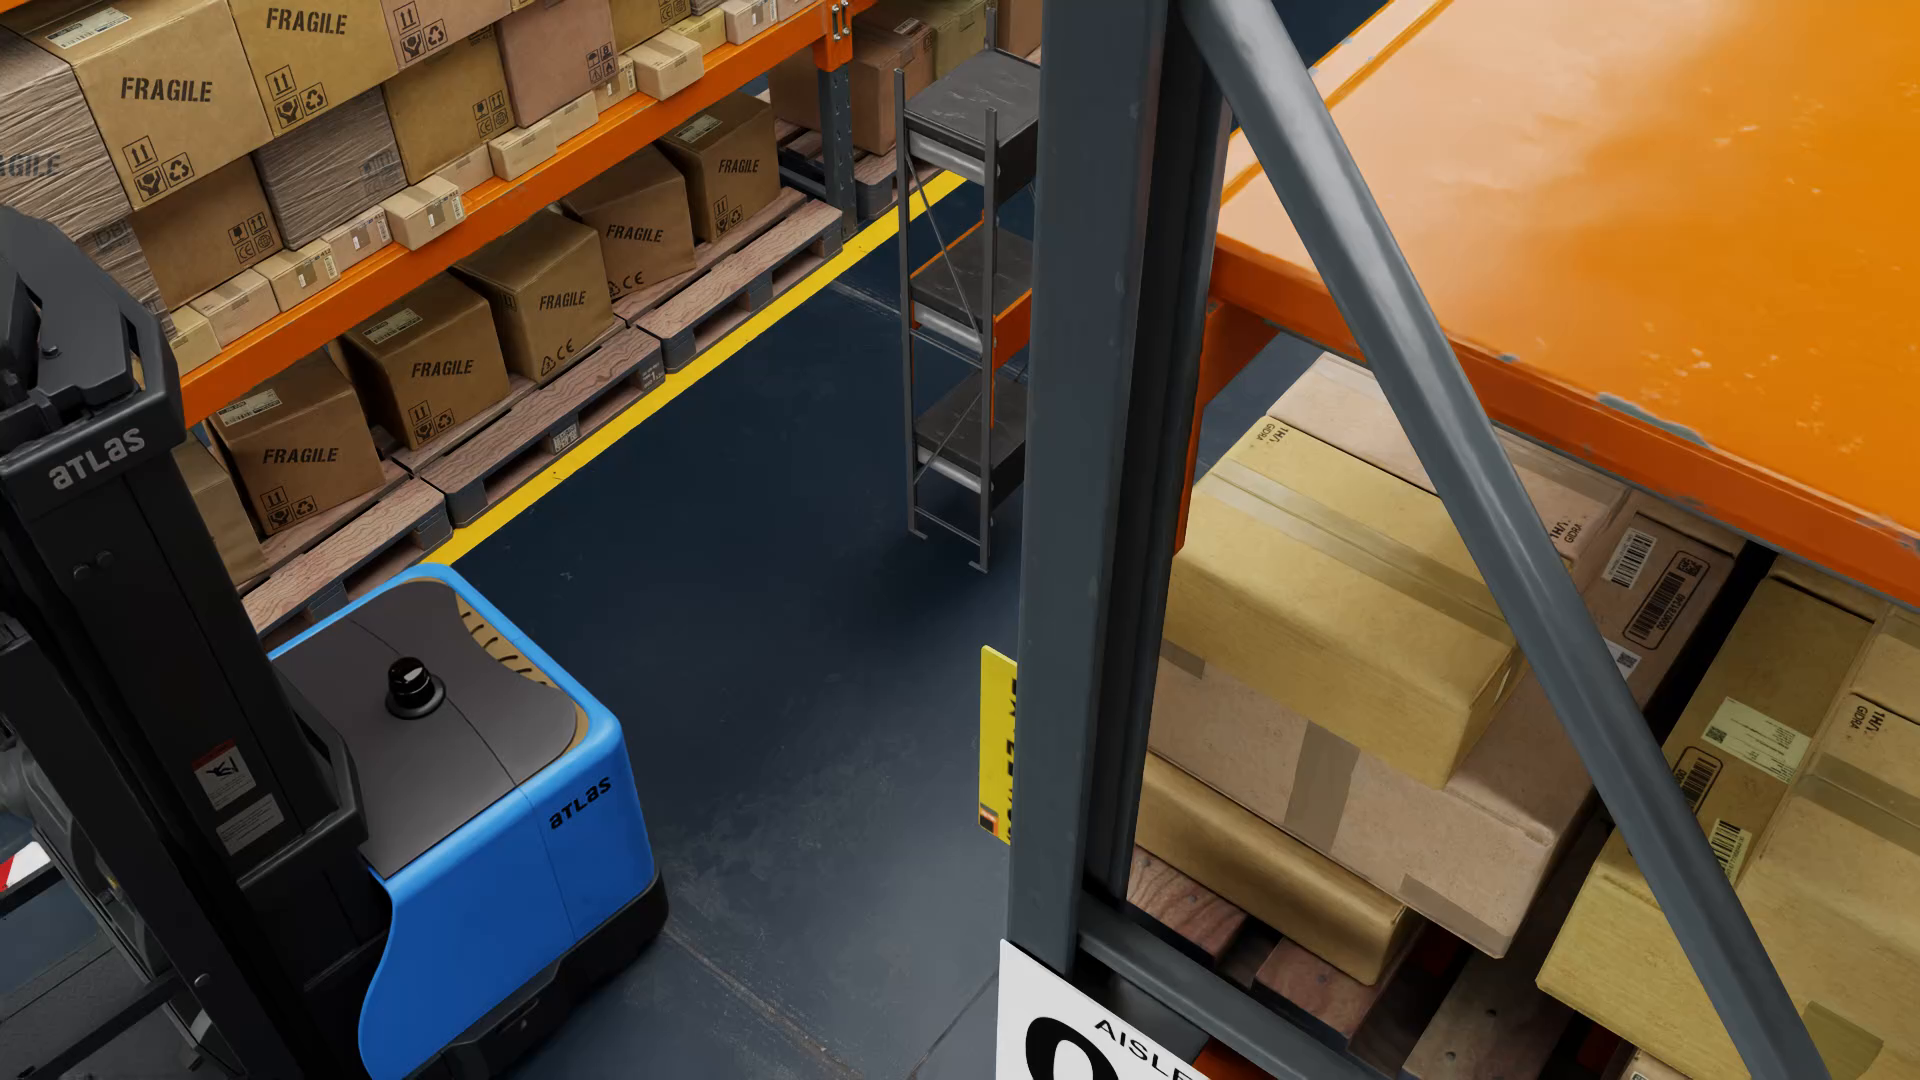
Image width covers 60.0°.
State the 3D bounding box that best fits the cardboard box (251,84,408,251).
[{"bbox_3d":[-2.471,-1.491,5.825,0.875,0.500,0.500,29,53,25],"label":"cardboard box"}]

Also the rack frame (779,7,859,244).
[{"bbox_3d":[-0.934,-2.734,7.287,1.000,3.000,0.127,29,53,25],"label":"rack frame"}]

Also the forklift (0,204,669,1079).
[{"bbox_3d":[-2.349,0.779,3.979,1.130,2.935,3.031,35,56,29],"label":"forklift"}]

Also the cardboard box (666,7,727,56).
[{"bbox_3d":[-1.193,-2.139,6.893,0.380,0.149,0.250,29,53,25],"label":"cardboard box"}]

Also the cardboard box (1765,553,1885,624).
[{"bbox_3d":[1.291,0.085,2.059,0.500,0.250,0.500,29,53,25],"label":"cardboard box"}]

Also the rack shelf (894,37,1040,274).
[{"bbox_3d":[0.101,-1.294,5.585,0.431,0.518,0.480,29,53,25],"label":"rack shelf"}]

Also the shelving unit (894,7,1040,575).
[{"bbox_3d":[0.101,-0.820,6.081,0.431,2.100,0.503,29,53,25],"label":"shelving unit"}]

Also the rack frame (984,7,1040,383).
[{"bbox_3d":[0.250,-0.960,6.215,0.400,2.100,0.015,29,53,25],"label":"rack frame"}]

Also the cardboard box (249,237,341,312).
[{"bbox_3d":[-2.389,-0.979,5.785,0.380,0.149,0.250,29,53,25],"label":"cardboard box"}]

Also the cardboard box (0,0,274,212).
[{"bbox_3d":[-2.516,-1.405,5.052,0.500,0.500,0.500,29,53,25],"label":"cardboard box"}]

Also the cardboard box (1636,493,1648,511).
[{"bbox_3d":[0.732,-0.231,2.084,0.380,0.149,0.250,30,53,26],"label":"cardboard box"}]

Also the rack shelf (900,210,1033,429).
[{"bbox_3d":[0.101,-0.811,6.091,0.431,0.518,0.480,29,53,25],"label":"rack shelf"}]

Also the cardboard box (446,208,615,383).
[{"bbox_3d":[-1.872,-1.084,7.149,0.500,0.500,0.500,25,51,22],"label":"cardboard box"}]

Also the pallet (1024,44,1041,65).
[{"bbox_3d":[0.287,-2.918,9.392,1.003,0.211,1.213,29,53,25],"label":"pallet"}]

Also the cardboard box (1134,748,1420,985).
[{"bbox_3d":[0.419,0.336,2.094,0.380,0.149,0.250,29,53,25],"label":"cardboard box"}]

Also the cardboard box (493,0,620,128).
[{"bbox_3d":[-1.817,-2.040,6.350,0.875,0.500,0.500,29,53,25],"label":"cardboard box"}]

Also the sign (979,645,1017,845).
[{"bbox_3d":[0.063,0.243,1.812,0.100,0.325,0.005,29,53,25],"label":"sign"}]

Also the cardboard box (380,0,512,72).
[{"bbox_3d":[-1.911,-1.981,5.601,0.500,0.500,0.500,29,53,25],"label":"cardboard box"}]

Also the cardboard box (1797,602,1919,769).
[{"bbox_3d":[1.094,0.208,1.666,0.380,0.149,0.250,29,53,25],"label":"cardboard box"}]

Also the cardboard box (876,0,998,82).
[{"bbox_3d":[-0.235,-2.629,8.612,0.700,0.500,0.500,29,53,25],"label":"cardboard box"}]

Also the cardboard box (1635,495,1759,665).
[{"bbox_3d":[0.869,-0.151,2.284,0.500,0.250,0.500,29,53,25],"label":"cardboard box"}]

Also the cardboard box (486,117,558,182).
[{"bbox_3d":[-1.761,-1.543,6.323,0.380,0.149,0.250,29,53,25],"label":"cardboard box"}]

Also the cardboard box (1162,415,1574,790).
[{"bbox_3d":[0.421,0.058,1.808,0.380,0.149,0.250,30,53,25],"label":"cardboard box"}]

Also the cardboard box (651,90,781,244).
[{"bbox_3d":[-1.210,-1.805,7.838,0.500,0.500,0.500,28,52,24],"label":"cardboard box"}]

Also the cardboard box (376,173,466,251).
[{"bbox_3d":[-2.023,-1.232,6.026,0.380,0.149,0.250,29,53,25],"label":"cardboard box"}]

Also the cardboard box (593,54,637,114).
[{"bbox_3d":[-1.515,-1.862,6.628,0.380,0.149,0.250,29,53,25],"label":"cardboard box"}]

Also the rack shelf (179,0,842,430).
[{"bbox_3d":[-2.157,-1.341,6.454,1.077,0.370,4.000,29,53,25],"label":"rack shelf"}]

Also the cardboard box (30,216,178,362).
[{"bbox_3d":[-3.021,-0.885,5.246,0.875,0.500,0.500,29,53,25],"label":"cardboard box"}]

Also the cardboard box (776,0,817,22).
[{"bbox_3d":[-0.833,-2.394,7.137,0.380,0.149,0.250,29,53,25],"label":"cardboard box"}]

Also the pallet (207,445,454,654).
[{"bbox_3d":[-2.808,0.025,6.580,1.003,0.211,1.213,29,53,25],"label":"pallet"}]

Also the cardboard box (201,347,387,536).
[{"bbox_3d":[-2.646,-0.434,6.529,0.500,0.500,0.500,-29,53,-25],"label":"cardboard box"}]

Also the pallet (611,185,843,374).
[{"bbox_3d":[-1.316,-1.371,7.914,1.003,0.211,1.213,29,53,25],"label":"pallet"}]

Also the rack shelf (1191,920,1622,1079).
[{"bbox_3d":[1.707,-0.127,3.220,1.077,0.370,4.000,29,53,25],"label":"rack shelf"}]

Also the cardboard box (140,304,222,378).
[{"bbox_3d":[-2.684,-0.687,5.506,0.380,0.149,0.250,29,53,25],"label":"cardboard box"}]

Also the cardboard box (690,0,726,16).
[{"bbox_3d":[-1.258,-2.641,6.924,0.875,0.500,0.500,29,53,25],"label":"cardboard box"}]
